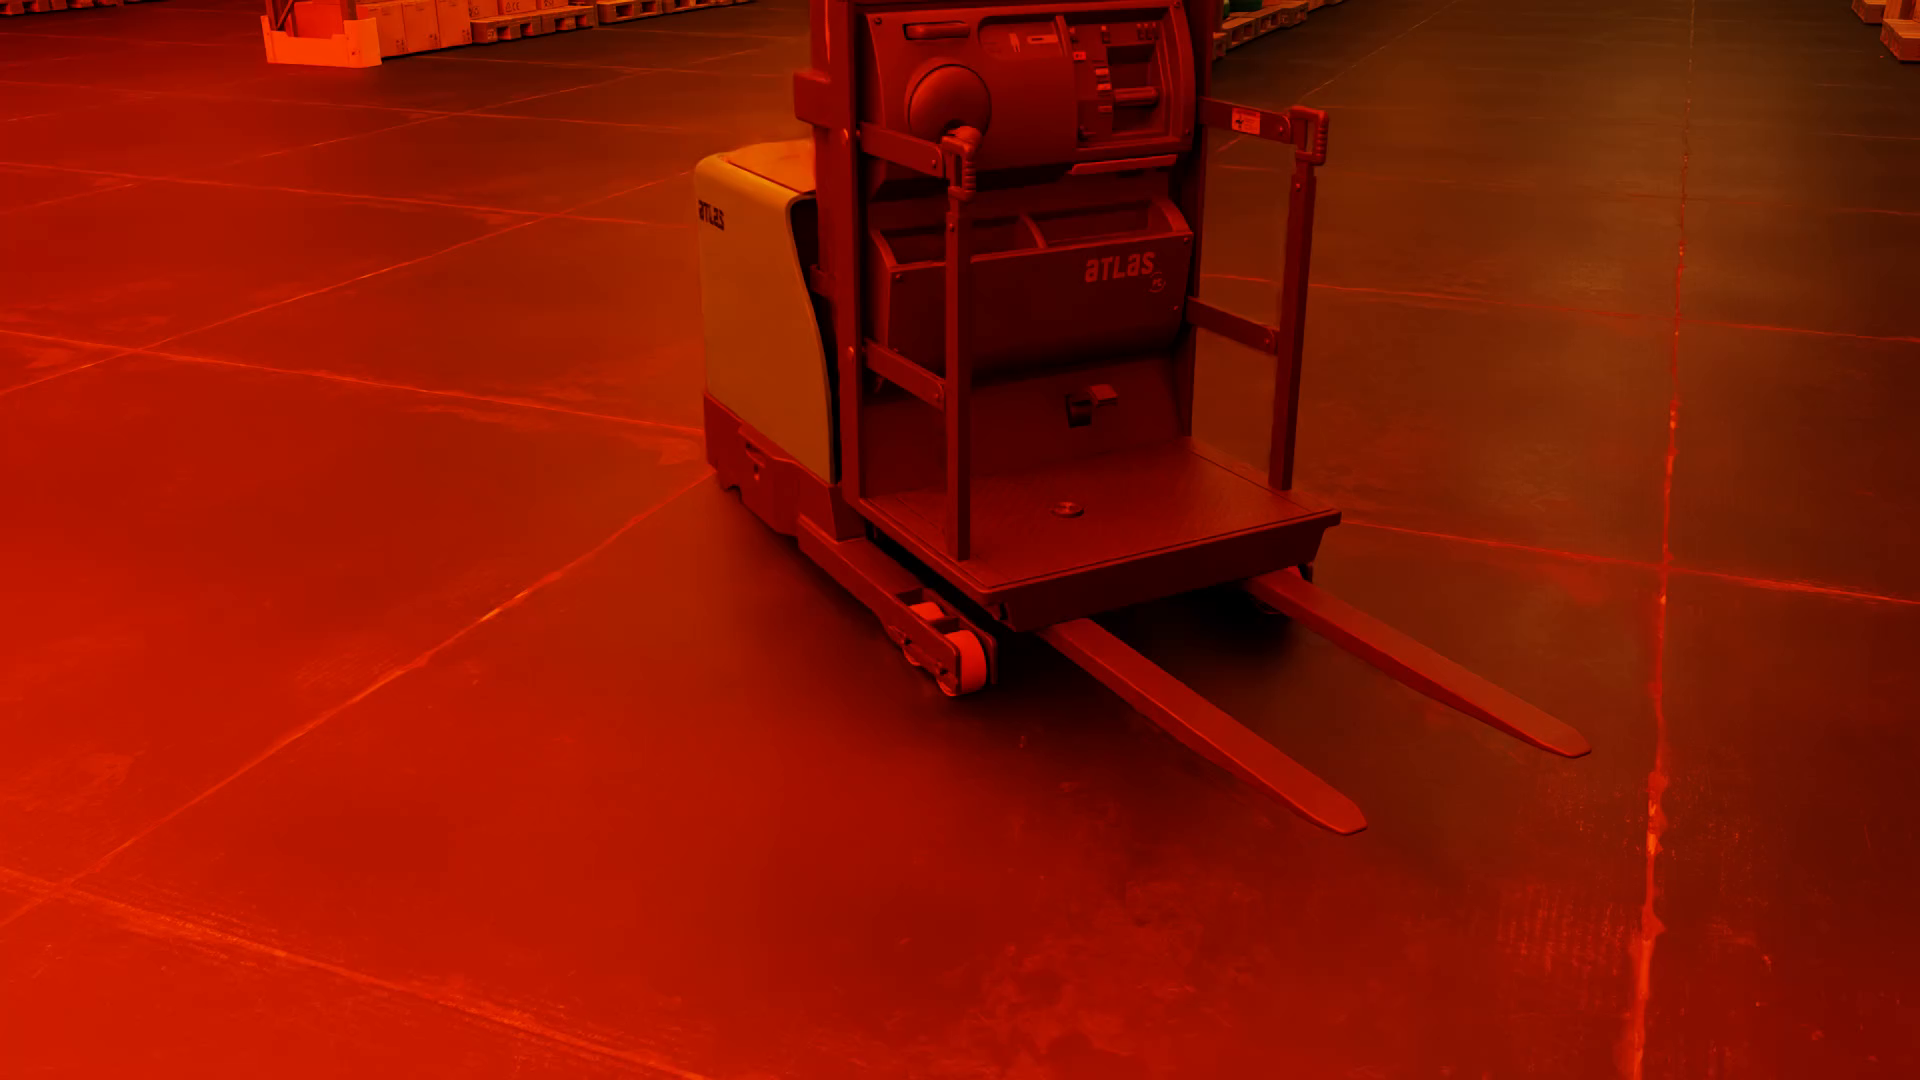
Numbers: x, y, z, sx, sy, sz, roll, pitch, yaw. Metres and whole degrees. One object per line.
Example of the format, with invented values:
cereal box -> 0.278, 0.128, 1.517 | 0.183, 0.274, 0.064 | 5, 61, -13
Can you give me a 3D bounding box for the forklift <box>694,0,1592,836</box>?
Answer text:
forklift -> 0.302, -1.159, 4.066 | 1.130, 2.935, 3.031 | -12, 25, -26
